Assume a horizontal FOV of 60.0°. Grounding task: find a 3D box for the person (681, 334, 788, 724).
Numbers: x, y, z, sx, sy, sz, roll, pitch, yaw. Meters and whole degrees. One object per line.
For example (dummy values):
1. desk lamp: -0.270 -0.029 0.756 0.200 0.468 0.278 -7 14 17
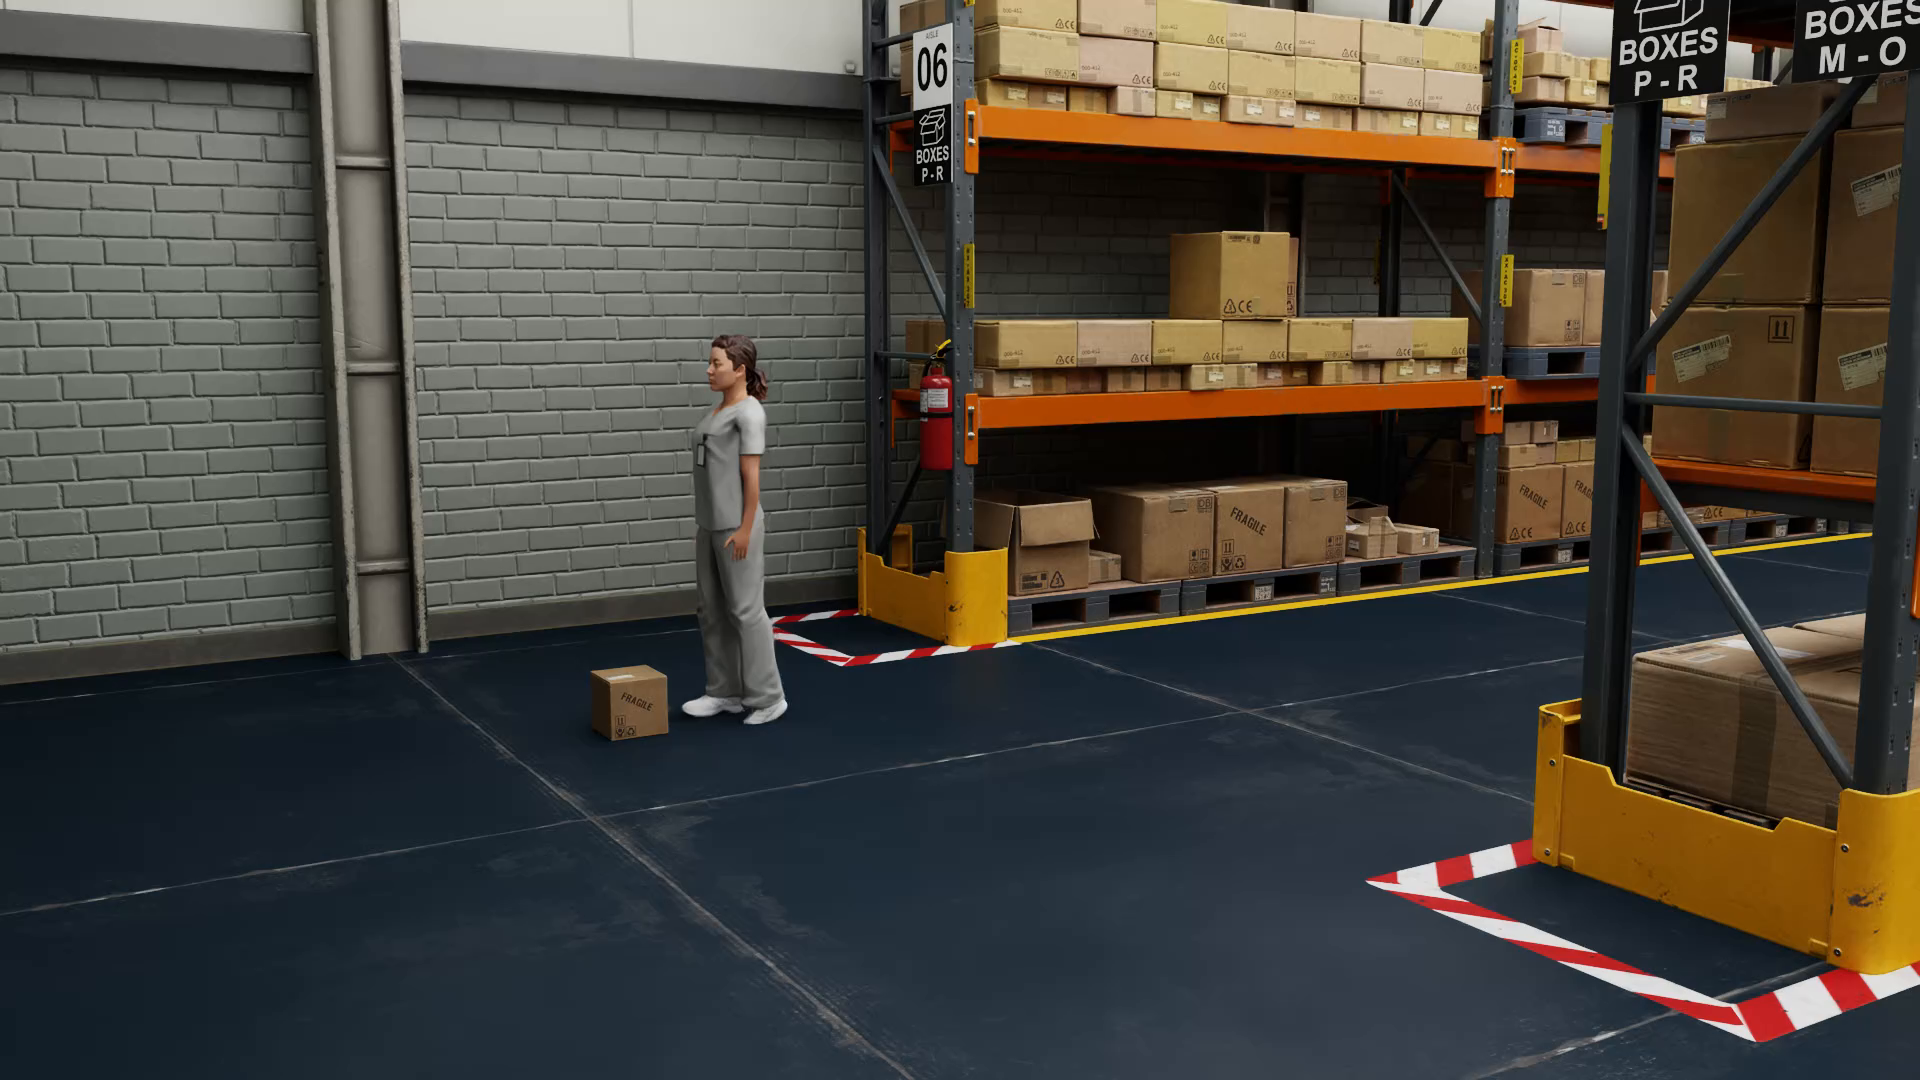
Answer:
1. person: -0.990 -0.016 7.190 0.408 1.733 0.440 -5 9 -30
